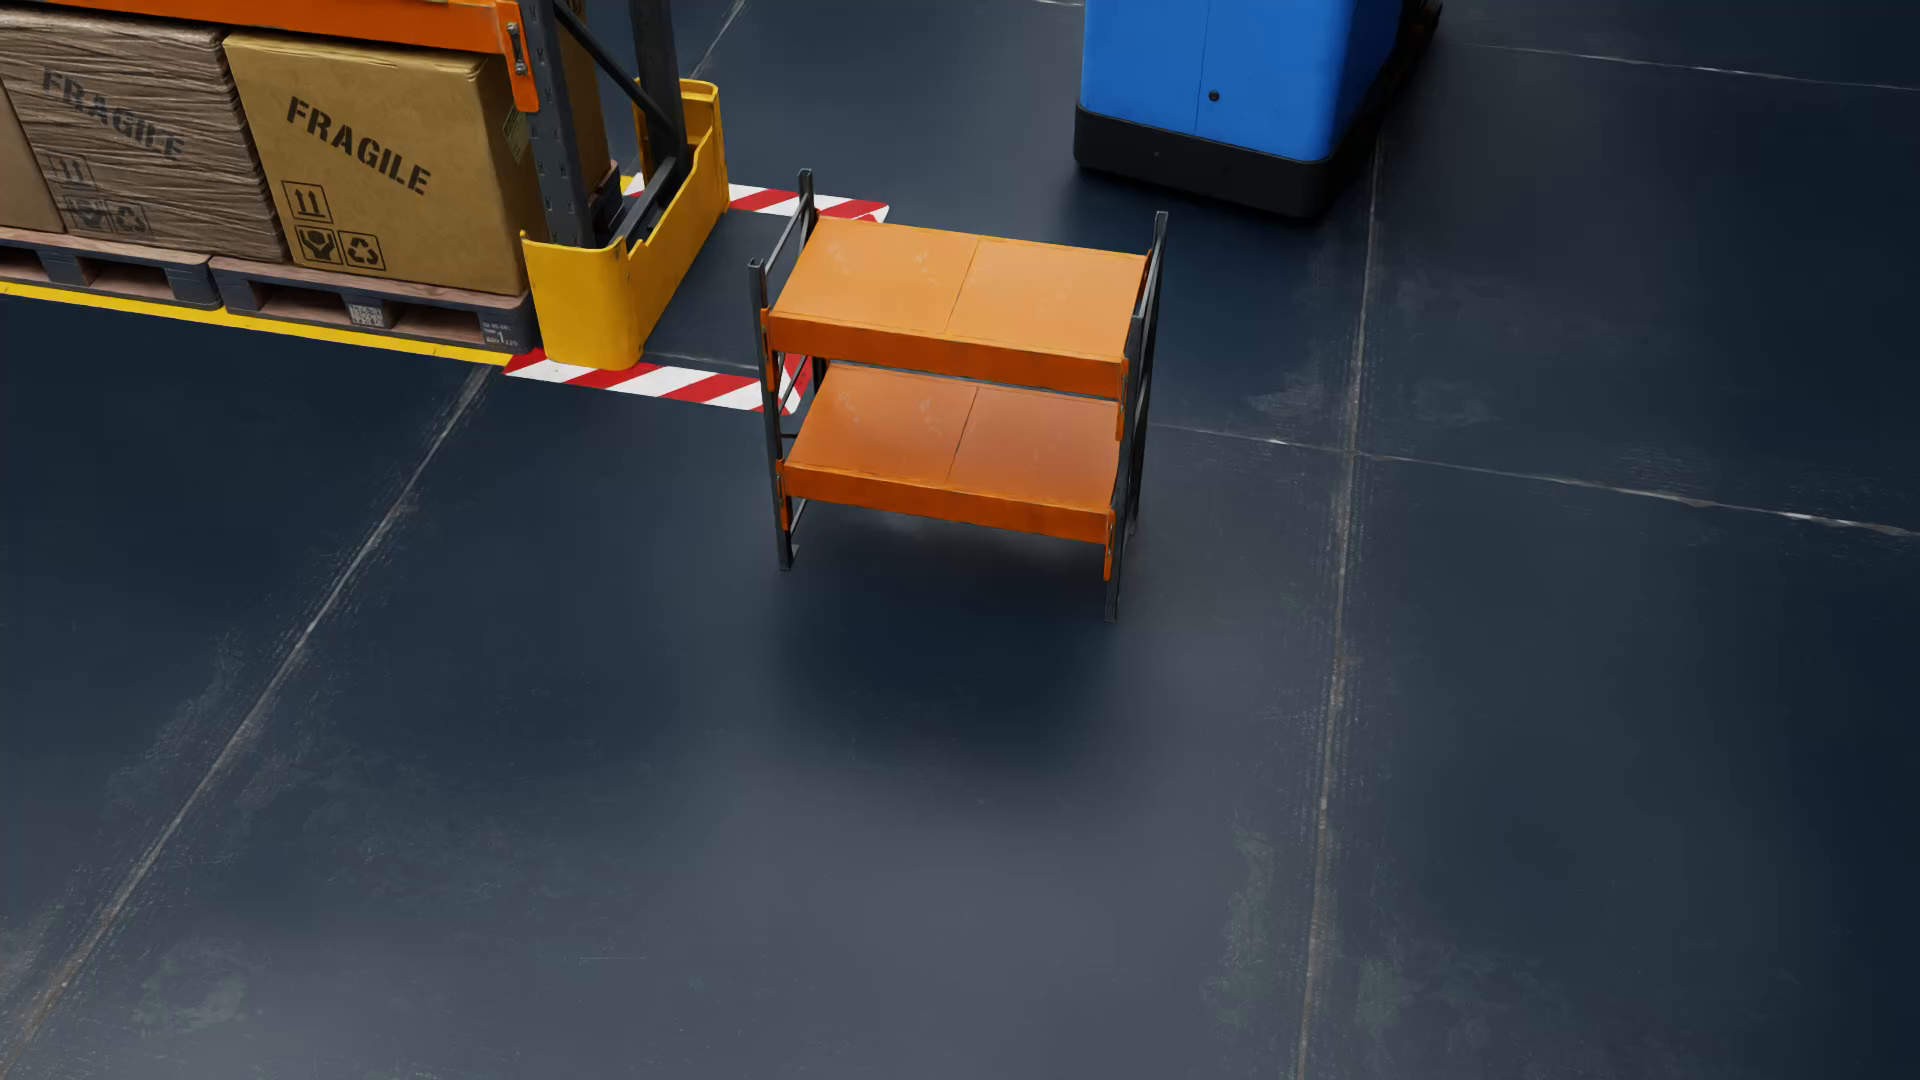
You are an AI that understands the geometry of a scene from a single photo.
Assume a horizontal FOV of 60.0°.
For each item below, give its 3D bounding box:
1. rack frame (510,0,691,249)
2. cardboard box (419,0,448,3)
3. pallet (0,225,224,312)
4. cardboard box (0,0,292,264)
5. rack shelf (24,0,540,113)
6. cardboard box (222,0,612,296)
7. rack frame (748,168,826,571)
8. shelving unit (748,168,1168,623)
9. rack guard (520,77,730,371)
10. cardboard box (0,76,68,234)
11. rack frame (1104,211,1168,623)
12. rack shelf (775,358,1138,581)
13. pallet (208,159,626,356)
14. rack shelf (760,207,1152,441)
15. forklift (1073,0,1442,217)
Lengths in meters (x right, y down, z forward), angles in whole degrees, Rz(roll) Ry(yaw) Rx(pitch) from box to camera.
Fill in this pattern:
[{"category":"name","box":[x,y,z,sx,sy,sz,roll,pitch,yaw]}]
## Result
[{"category":"rack frame","box":[-1.224,-2.094,5.262,0.127,3.000,1.000,9,45,9]},{"category":"cardboard box","box":[-1.643,-1.834,5.174,0.250,0.149,0.380,10,45,10]},{"category":"pallet","box":[-3.208,-1.343,6.493,1.213,0.211,1.003,9,45,9]},{"category":"cardboard box","box":[-2.754,-1.660,6.041,0.875,0.875,0.875,9,45,9]},{"category":"rack shelf","box":[-3.175,-2.137,5.826,4.000,0.370,1.077,9,45,9]},{"category":"cardboard box","box":[-1.866,-1.522,5.898,0.875,0.875,0.875,9,45,9]},{"category":"rack frame","box":[-0.489,-0.481,4.939,0.032,1.125,0.500,9,45,9]},{"category":"shelving unit","box":[0.007,-0.404,4.859,1.048,1.125,0.538,9,45,9]},{"category":"rack guard","box":[-1.200,-1.189,6.125,0.348,0.500,1.175,9,45,9]},{"category":"cardboard box","box":[-3.622,-1.795,6.181,0.875,0.875,0.875,9,45,9]},{"category":"rack frame","box":[0.503,-0.327,4.779,0.032,1.125,0.500,9,45,9]},{"category":"rack shelf","box":[0.007,-0.228,5.028,1.000,0.278,0.538,9,45,9]},{"category":"pallet","box":[-2.021,-1.157,6.300,1.213,0.211,1.003,9,45,9]},{"category":"rack shelf","box":[0.007,-0.615,4.656,1.000,0.278,0.538,9,45,9]},{"category":"forklift","box":[1.547,-3.334,6.600,1.130,2.935,3.031,18,47,18]}]
